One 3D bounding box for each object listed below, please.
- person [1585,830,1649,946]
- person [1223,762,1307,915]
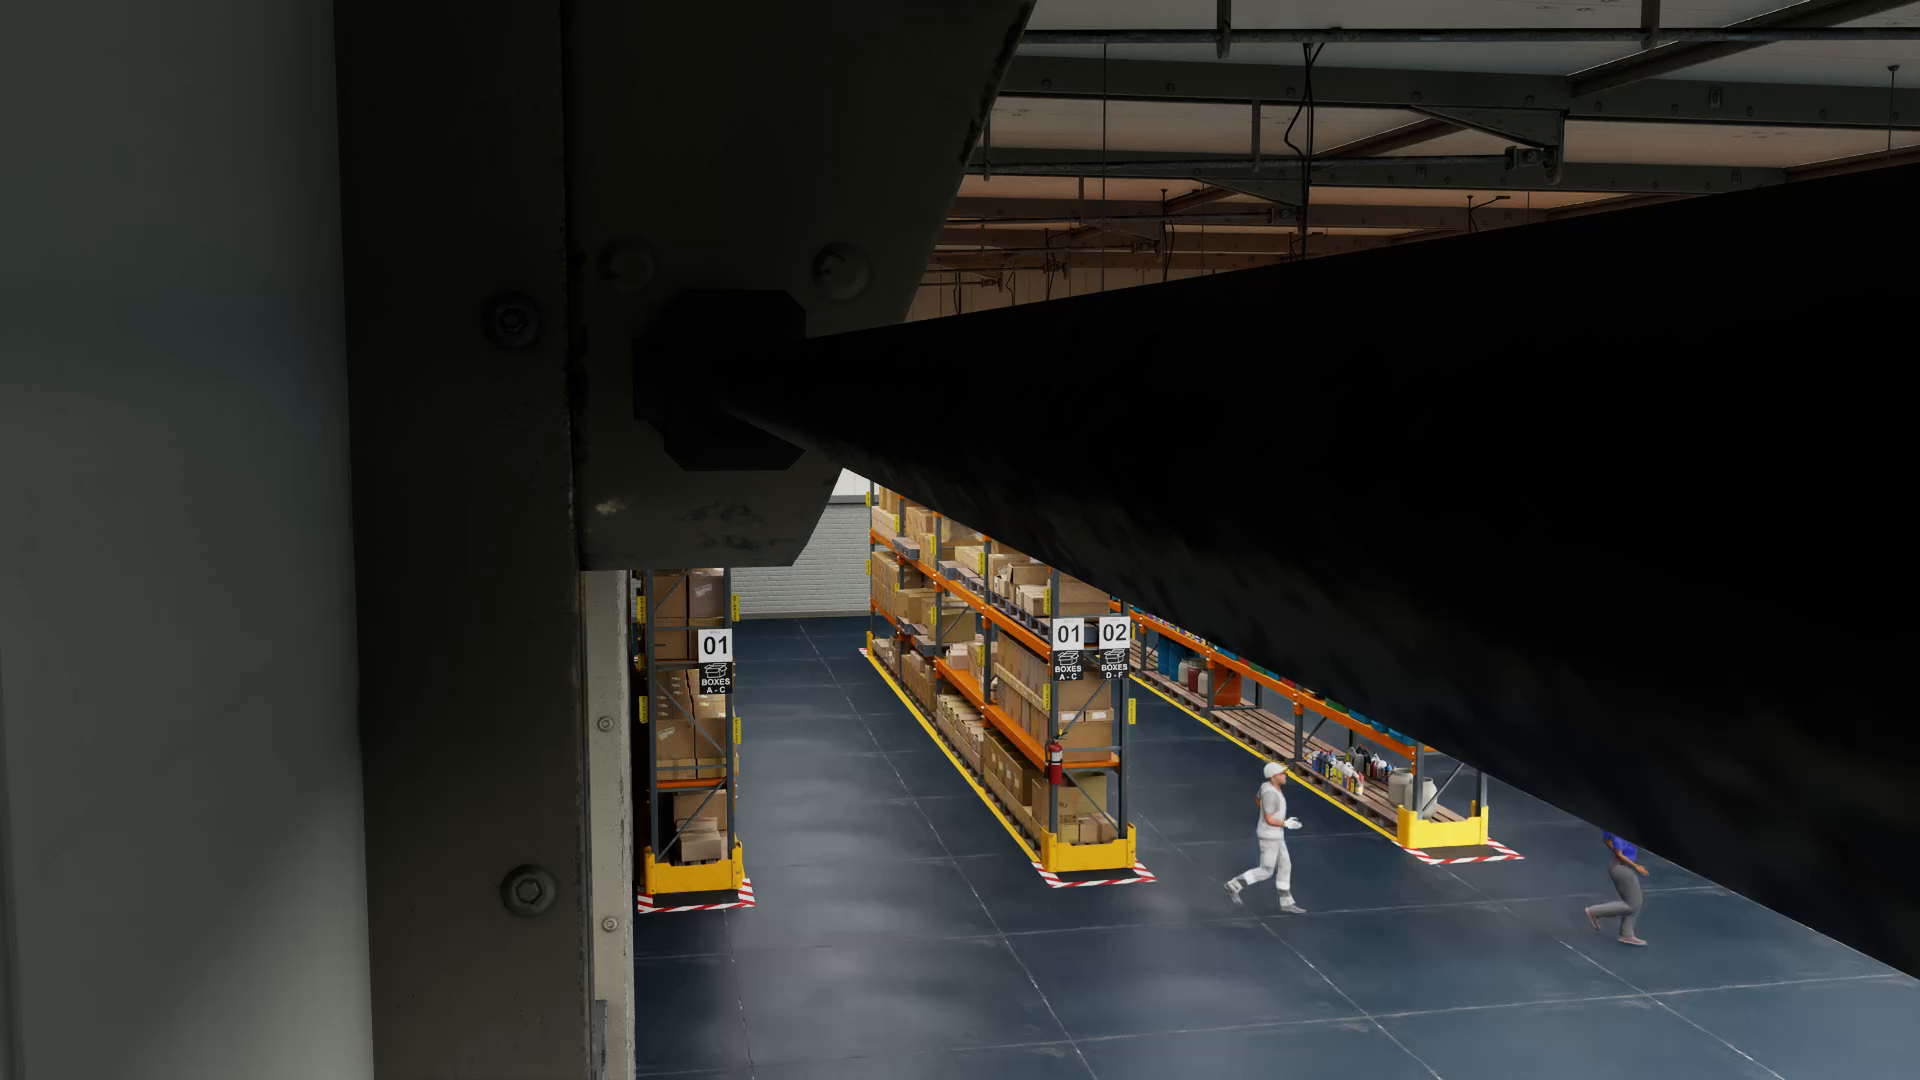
[{"bbox_3d":[7.206,3.636,18.236,0.669,1.625,0.578,1,6,10],"label":"person"},{"bbox_3d":[3.549,3.442,19.252,0.951,1.784,0.668,1,6,12],"label":"person"}]
